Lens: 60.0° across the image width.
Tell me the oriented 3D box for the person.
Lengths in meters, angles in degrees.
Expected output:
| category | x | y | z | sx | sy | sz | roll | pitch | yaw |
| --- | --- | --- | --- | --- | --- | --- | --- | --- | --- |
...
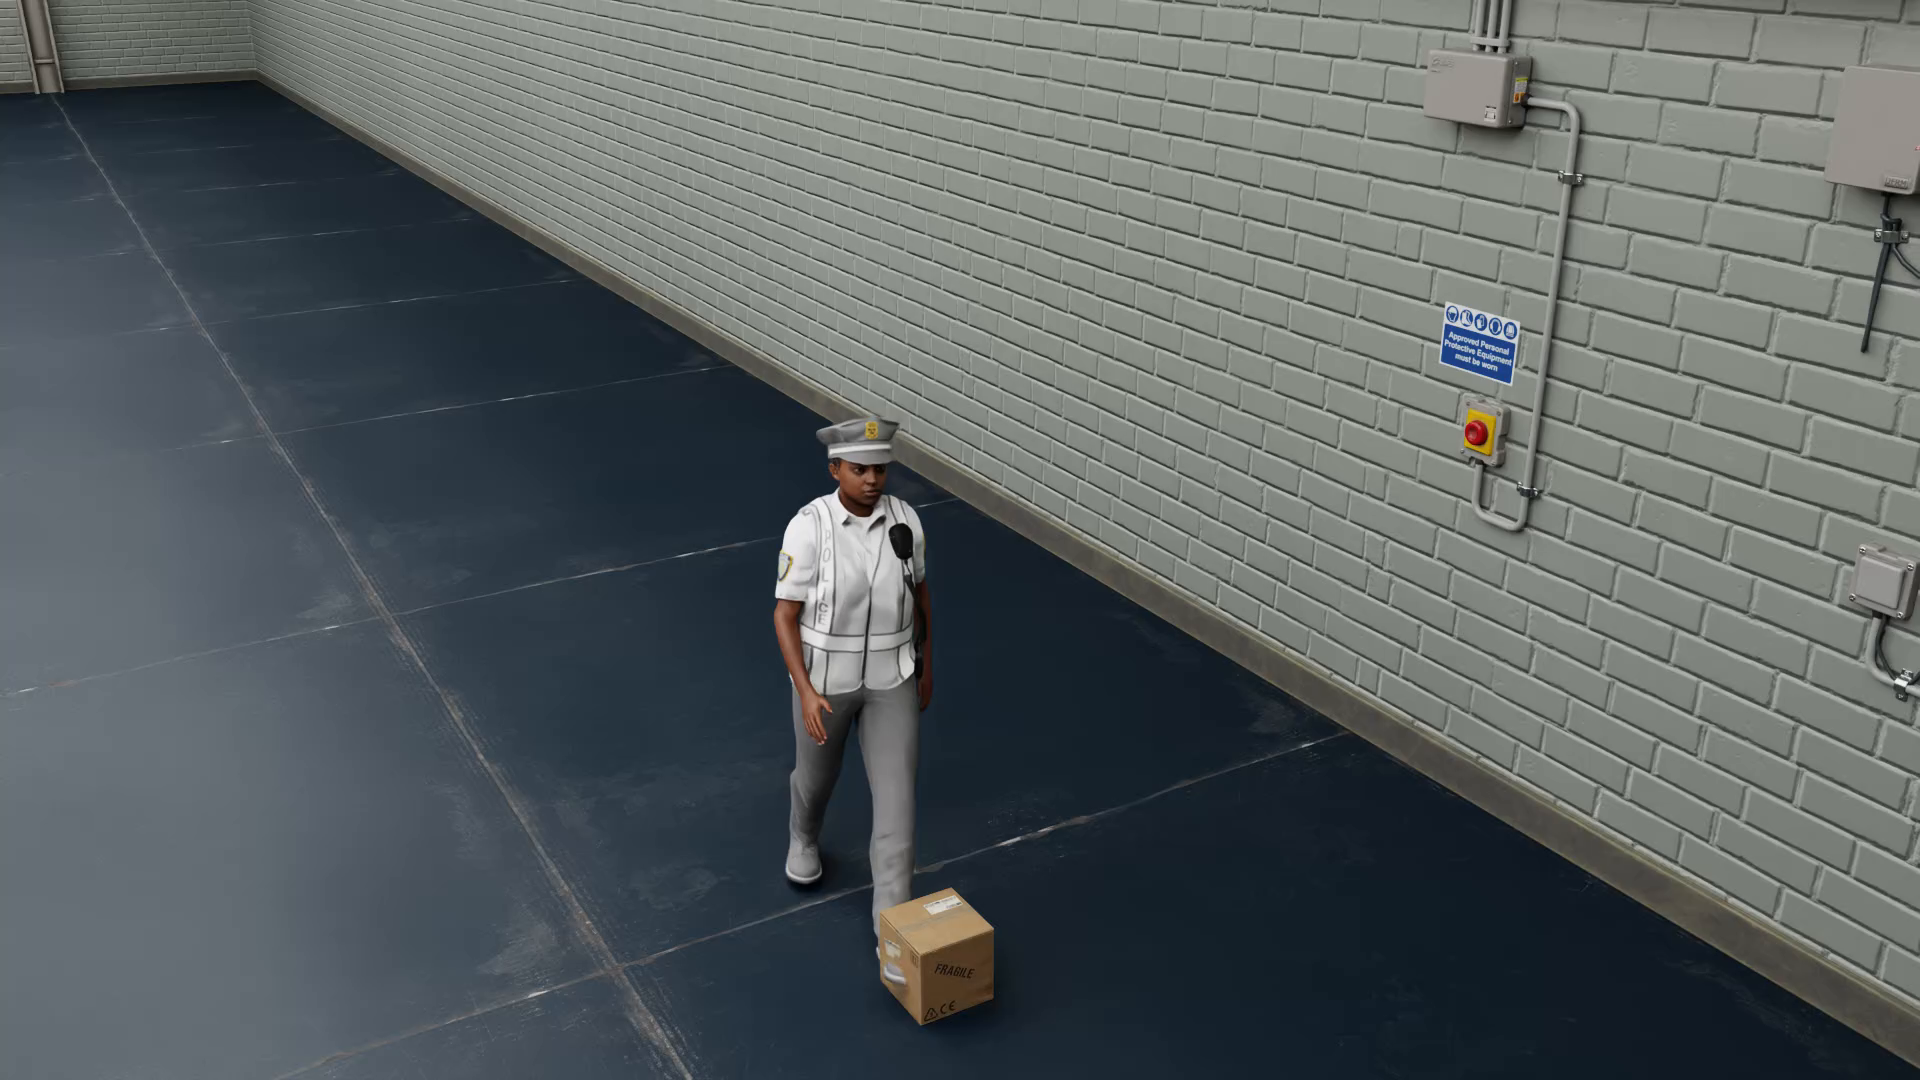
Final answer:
| category | x | y | z | sx | sy | sz | roll | pitch | yaw |
| --- | --- | --- | --- | --- | --- | --- | --- | --- | --- |
| person | -0.291 | 0.434 | 4.991 | 0.508 | 1.645 | 0.955 | -5 | 22 | -13 |
